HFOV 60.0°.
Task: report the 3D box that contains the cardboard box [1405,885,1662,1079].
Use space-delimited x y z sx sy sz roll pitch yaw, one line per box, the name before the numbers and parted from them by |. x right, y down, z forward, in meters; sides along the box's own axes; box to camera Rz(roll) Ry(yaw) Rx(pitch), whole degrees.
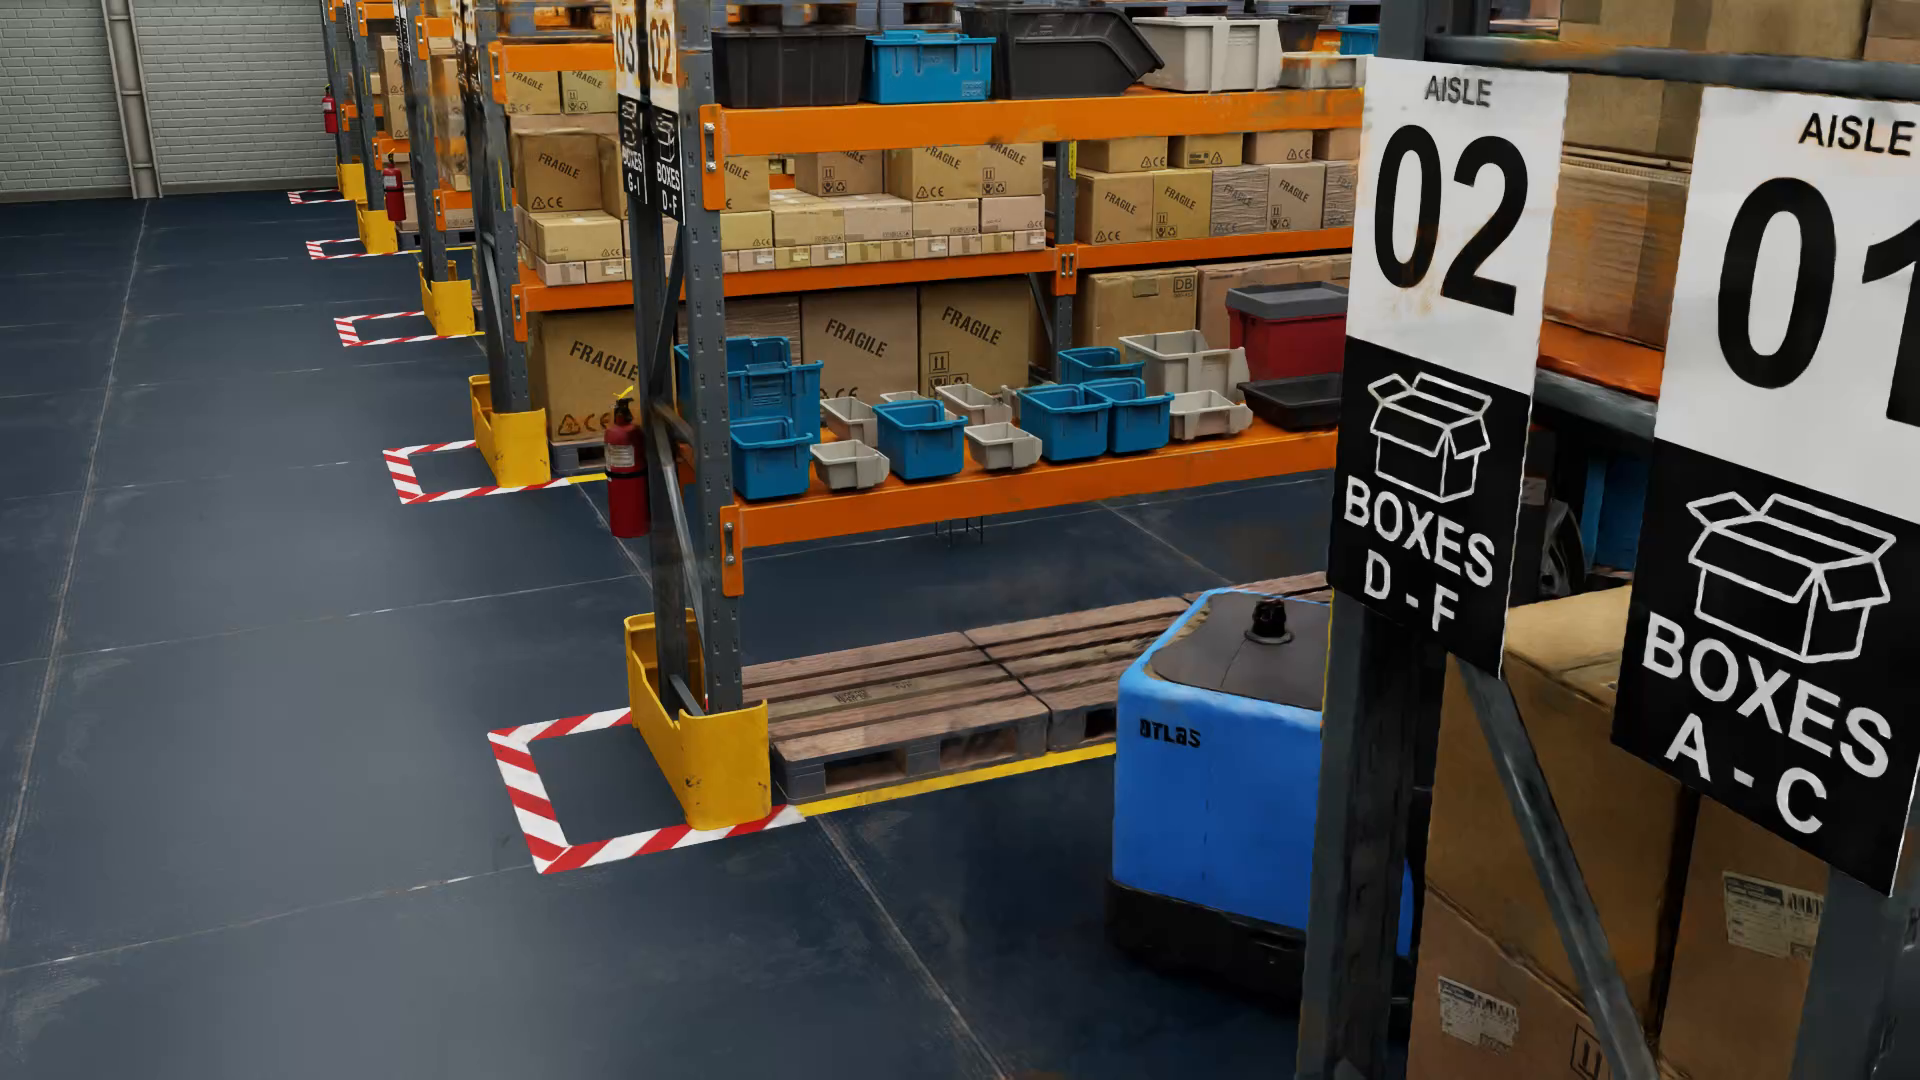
cardboard box | 1.136 0.878 2.862 0.500 0.500 0.500 -7 21 -20

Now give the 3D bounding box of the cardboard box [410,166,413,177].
cardboard box | -7.978 -5.439 24.612 0.250 0.149 0.380 -9 21 -24

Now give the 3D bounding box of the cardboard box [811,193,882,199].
cardboard box | -0.882 -2.435 12.198 0.500 0.250 0.500 -8 21 -21

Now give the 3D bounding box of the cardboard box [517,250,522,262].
cardboard box | -4.138 -2.653 15.804 0.250 0.149 0.380 -8 21 -21

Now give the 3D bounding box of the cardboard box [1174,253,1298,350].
cardboard box | 1.985 -1.885 13.425 0.875 0.875 1.225 -9 21 -24

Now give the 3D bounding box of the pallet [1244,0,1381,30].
pallet | 2.662 -4.084 12.872 1.213 0.211 1.003 -7 21 -19

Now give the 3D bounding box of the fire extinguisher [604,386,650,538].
fire extinguisher | -1.444 -0.351 7.179 0.183 0.674 0.296 -8 21 -22

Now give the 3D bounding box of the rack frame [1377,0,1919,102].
rack frame | 0.833 -1.763 1.479 0.127 3.000 1.000 -8 21 -22

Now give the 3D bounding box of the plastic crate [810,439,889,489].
plastic crate | -0.441 -0.297 6.656 0.298 0.136 0.250 -8 21 -22

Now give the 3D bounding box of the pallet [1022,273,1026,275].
pallet | 0.549 -2.956 18.099 1.213 0.211 1.003 -8 21 -22

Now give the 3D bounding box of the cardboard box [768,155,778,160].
cardboard box | -2.096 -3.976 16.200 0.500 0.500 0.500 -9 21 -23

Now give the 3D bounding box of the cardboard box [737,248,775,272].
cardboard box | -1.451 -1.952 11.428 0.250 0.149 0.380 -8 21 -23

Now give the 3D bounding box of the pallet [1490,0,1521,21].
pallet | 3.688 -4.232 13.292 1.003 0.211 1.213 -7 21 -19

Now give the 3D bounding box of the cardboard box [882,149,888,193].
cardboard box | -0.411 -2.857 12.267 0.500 0.500 0.500 -8 21 -22

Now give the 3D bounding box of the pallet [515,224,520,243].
pallet | -5.191 -3.950 20.921 1.213 0.211 1.003 -8 21 -22

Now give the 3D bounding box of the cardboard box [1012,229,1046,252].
cardboard box | 0.435 -2.222 12.195 0.250 0.149 0.380 -8 21 -22

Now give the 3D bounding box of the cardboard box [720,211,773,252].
cardboard box | -1.603 -2.140 11.362 0.500 0.250 0.500 -9 21 -24

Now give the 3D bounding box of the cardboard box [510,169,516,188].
cardboard box | -4.047 -3.370 15.454 0.250 0.149 0.380 -9 21 -23

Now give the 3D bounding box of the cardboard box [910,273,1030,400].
cardboard box | -0.053 -1.614 12.657 0.875 0.875 0.875 -8 21 -22

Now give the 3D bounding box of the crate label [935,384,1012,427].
crate label | 0.069 -0.588 7.483 0.243 0.136 0.396 -8 21 -22

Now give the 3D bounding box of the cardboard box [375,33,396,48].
cardboard box | -6.763 -5.910 19.657 0.250 0.149 0.380 -8 21 -21

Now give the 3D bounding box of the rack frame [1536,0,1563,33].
rack frame | 2.547 -3.800 7.265 0.127 3.000 1.000 -8 21 -22

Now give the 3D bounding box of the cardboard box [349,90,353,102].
cardboard box | -8.785 -6.497 24.335 0.250 0.149 0.380 -8 21 -23

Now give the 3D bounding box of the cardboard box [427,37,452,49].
cardboard box | -6.081 -5.819 19.399 0.250 0.149 0.380 -7 21 -20

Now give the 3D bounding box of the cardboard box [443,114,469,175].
cardboard box | -4.438 -3.643 15.253 0.500 0.500 0.500 -7 21 -19

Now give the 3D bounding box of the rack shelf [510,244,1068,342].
rack shelf | -1.251 -1.878 11.923 4.000 0.370 1.077 -8 21 -22

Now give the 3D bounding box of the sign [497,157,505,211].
sign | -2.873 -2.230 10.417 0.005 0.325 0.100 -8 21 -22

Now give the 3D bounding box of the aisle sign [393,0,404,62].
aisle sign | -5.145 -4.788 15.191 0.004 0.787 0.394 -8 21 -22

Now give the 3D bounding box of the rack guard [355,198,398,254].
rack guard | -7.035 -3.794 20.046 0.348 0.500 1.175 -8 21 -22

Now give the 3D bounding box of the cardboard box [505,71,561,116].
cardboard box | -3.981 -4.186 15.290 0.500 0.500 0.500 -8 21 -20

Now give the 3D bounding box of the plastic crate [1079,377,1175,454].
plastic crate | 0.716 -0.538 7.196 0.300 0.233 0.416 -8 21 -22

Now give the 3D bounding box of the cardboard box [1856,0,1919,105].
cardboard box | 1.408 -0.501 1.886 0.500 0.250 0.500 -8 21 -22

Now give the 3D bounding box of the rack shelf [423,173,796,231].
rack shelf | -3.123 -3.404 16.257 4.000 0.370 1.077 -8 21 -22

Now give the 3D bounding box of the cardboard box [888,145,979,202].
cardboard box | -0.193 -2.697 11.815 0.500 0.500 0.500 -8 21 -21

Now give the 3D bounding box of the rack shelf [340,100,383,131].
rack shelf | -7.146 -6.414 24.804 4.000 0.370 1.077 -8 21 -22

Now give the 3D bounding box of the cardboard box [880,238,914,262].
cardboard box | -0.510 -2.087 11.810 0.250 0.149 0.380 -8 21 -21

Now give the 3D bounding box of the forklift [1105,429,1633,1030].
forklift | 2.066 0.157 5.162 3.031 2.935 1.130 9 21 25

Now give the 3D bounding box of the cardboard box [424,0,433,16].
cardboard box | -4.647 -4.965 15.316 0.500 0.250 0.500 -9 21 -23

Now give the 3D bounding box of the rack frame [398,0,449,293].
rack frame | -4.960 -3.480 15.390 0.127 3.000 1.000 -8 21 -22

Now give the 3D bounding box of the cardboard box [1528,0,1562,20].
cardboard box | 4.790 -4.335 13.527 0.500 0.250 0.500 -8 21 -21

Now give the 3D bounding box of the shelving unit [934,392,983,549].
shelving unit | -0.007 -0.423 9.870 0.210 0.900 0.258 -8 21 -22

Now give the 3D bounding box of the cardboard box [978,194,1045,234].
cardboard box | 0.284 -2.412 12.134 0.500 0.250 0.500 -9 21 -23

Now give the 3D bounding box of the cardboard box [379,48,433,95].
cardboard box | -6.459 -5.472 19.390 0.500 0.500 0.500 -9 21 -23

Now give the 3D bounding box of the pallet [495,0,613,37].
pallet | -2.411 -3.428 10.859 1.213 0.211 1.003 -8 21 -22

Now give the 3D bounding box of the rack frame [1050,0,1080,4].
rack frame | 0.585 -5.310 11.555 0.127 3.000 1.000 -8 21 -22

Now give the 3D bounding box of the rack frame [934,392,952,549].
rack frame | -0.101 -0.410 9.832 0.006 0.900 0.240 -8 21 -22

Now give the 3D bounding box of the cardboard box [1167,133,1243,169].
cardboard box | 1.803 -3.174 12.860 0.637 0.503 0.797 -8 21 -21

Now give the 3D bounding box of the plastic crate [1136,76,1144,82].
plastic crate | 0.673 -2.082 7.299 0.530 0.136 0.437 -8 21 -22

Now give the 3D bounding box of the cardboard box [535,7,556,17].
cardboard box | -3.961 -4.874 15.056 0.500 0.250 0.500 -7 21 -20

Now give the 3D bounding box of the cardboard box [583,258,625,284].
cardboard box | -2.396 -1.816 11.042 0.250 0.149 0.380 -8 21 -23

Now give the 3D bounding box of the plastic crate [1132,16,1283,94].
plastic crate | 1.031 -2.001 6.849 0.530 0.282 0.437 -8 21 -22

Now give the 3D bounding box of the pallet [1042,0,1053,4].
pallet | 0.273 -5.519 16.946 1.003 0.211 1.213 -8 21 -22

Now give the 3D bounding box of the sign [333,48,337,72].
sign | -8.768 -6.733 23.323 0.005 0.325 0.100 -8 21 -22

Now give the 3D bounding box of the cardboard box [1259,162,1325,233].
cardboard box | 2.500 -2.714 13.063 0.500 0.500 0.500 -8 21 -21

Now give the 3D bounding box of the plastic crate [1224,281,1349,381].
plastic crate | 1.628 -0.988 8.124 0.583 0.464 0.402 -8 21 -22

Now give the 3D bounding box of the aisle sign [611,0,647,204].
aisle sign | -1.308 -1.750 6.562 0.004 0.787 0.394 -8 21 -22
